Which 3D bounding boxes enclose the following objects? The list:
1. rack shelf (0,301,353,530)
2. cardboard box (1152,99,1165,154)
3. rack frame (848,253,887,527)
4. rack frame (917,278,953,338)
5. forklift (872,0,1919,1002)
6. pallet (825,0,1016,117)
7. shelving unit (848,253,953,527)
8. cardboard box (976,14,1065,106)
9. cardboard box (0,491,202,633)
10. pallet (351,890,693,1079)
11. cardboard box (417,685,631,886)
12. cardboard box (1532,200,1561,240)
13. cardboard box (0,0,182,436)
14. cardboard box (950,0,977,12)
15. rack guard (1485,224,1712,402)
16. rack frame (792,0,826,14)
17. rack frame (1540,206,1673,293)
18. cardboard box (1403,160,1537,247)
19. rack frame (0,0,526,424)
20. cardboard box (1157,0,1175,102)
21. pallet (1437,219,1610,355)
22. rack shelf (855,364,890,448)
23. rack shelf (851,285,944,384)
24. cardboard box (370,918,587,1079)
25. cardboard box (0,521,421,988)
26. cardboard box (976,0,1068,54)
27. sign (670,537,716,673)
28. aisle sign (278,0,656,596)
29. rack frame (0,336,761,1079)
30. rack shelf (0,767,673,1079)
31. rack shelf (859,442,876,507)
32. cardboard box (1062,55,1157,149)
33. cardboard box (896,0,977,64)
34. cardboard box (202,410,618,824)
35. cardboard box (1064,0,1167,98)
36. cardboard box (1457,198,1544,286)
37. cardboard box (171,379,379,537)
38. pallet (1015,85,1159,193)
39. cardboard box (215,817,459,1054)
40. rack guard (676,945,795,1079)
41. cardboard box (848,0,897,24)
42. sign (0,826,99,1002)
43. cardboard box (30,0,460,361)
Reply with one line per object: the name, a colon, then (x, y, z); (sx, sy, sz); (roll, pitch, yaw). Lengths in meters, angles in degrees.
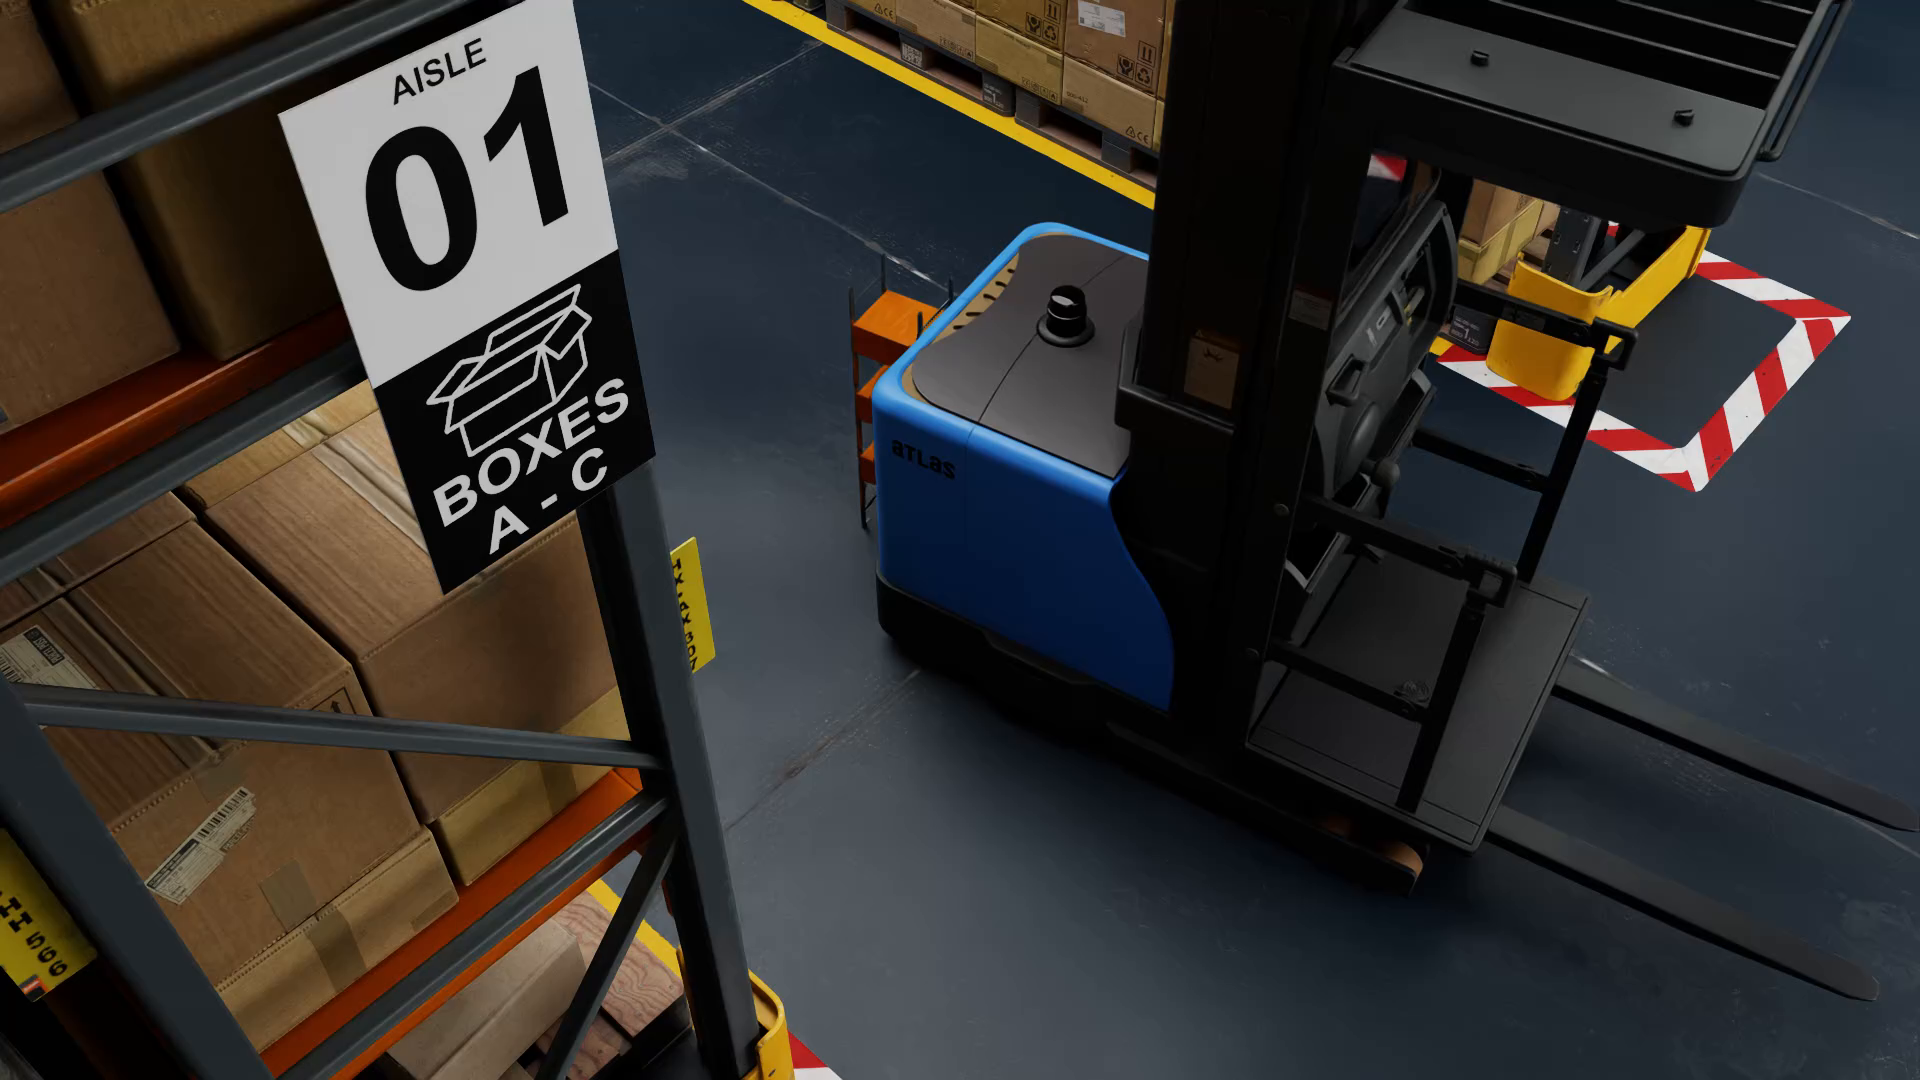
rack shelf: (-2.331, -1.050, 3.115); (4.000, 0.370, 1.077); (34, 55, 28)
cardboard box: (1.157, -1.733, 6.918); (0.500, 0.250, 0.500); (34, 55, 28)
rack frame: (-0.286, -0.466, 5.465); (0.008, 1.050, 0.200); (23, 51, 20)
rack frame: (-0.076, -0.375, 5.382); (0.008, 1.050, 0.200); (23, 51, 20)
forklift: (1.259, -0.434, 4.147); (3.031, 2.935, 1.130); (24, 51, 21)
pallet: (0.112, -2.544, 7.994); (1.213, 0.211, 1.003); (34, 55, 28)
shelving unit: (-0.181, -0.421, 5.424); (0.252, 1.050, 0.215); (23, 51, 20)
cardboard box: (0.419, -2.225, 7.380); (0.500, 0.250, 0.500); (34, 55, 28)
cardboard box: (-1.715, 0.134, 3.142); (0.500, 0.500, 0.500); (35, 56, 28)
pallet: (-1.490, 1.215, 4.464); (1.213, 0.211, 1.003); (34, 55, 28)
cardboard box: (-1.004, 0.352, 3.451); (0.500, 0.250, 0.500); (32, 55, 27)
cardboard box: (2.253, -1.523, 6.721); (0.500, 0.250, 0.500); (34, 55, 28)
cardboard box: (-1.340, -0.419, 1.946); (0.500, 0.500, 0.500); (-34, 56, -28)
cardboard box: (0.058, -2.734, 7.343); (0.500, 0.500, 0.500); (34, 55, 28)
rack guard: (2.513, -1.069, 6.411); (0.348, 0.500, 1.175); (34, 55, 28)
rack frame: (-0.444, -3.914, 7.368); (0.127, 3.000, 1.000); (34, 55, 28)
rack frame: (2.496, -1.937, 5.511); (0.127, 3.000, 1.000); (34, 55, 28)
cardboard box: (1.900, -1.502, 6.186); (0.500, 0.500, 0.500); (34, 55, 28)
rack frame: (-0.861, -1.334, 0.830); (0.127, 3.000, 1.000); (34, 55, 28)
cardboard box: (1.155, -1.988, 6.643); (0.500, 0.500, 0.500); (34, 55, 28)
pallet: (1.905, -1.338, 6.861); (1.213, 0.211, 1.003); (34, 55, 28)
rack shelf: (-0.181, -0.413, 5.431); (0.240, 0.259, 0.215); (23, 51, 20)
rack shelf: (-0.180, -0.607, 5.224); (0.240, 0.259, 0.215); (23, 51, 20)
cardboard box: (-1.309, 1.099, 4.204); (0.500, 0.311, 0.500); (28, 53, 24)
cardboard box: (-1.352, 0.388, 2.903); (0.500, 0.500, 0.500); (33, 55, 27)
cardboard box: (0.420, -2.482, 7.107); (0.500, 0.500, 0.500); (34, 55, 28)
sign: (-0.493, 0.132, 2.975); (0.005, 0.325, 0.100); (34, 55, 28)
aisle sign: (-0.605, -0.296, 2.187); (0.004, 0.787, 0.394); (34, 55, 28)
rack frame: (-0.861, 0.719, 3.017); (0.127, 3.000, 1.000); (34, 55, 28)
rack shelf: (-2.331, -0.024, 4.208); (4.000, 0.370, 1.077); (34, 55, 28)
rack shelf: (-0.183, -0.224, 5.635); (0.240, 0.259, 0.215); (23, 51, 20)
cardboard box: (0.791, -1.981, 7.151); (0.500, 0.250, 0.500); (34, 55, 28)
cardboard box: (0.056, -2.475, 7.615); (0.500, 0.250, 0.500); (34, 55, 28)
cardboard box: (-1.008, 0.110, 3.164); (0.500, 0.500, 0.500); (34, 55, 28)
cardboard box: (0.789, -2.236, 6.876); (0.500, 0.500, 0.500); (34, 55, 28)
cardboard box: (1.901, -1.246, 6.460); (0.500, 0.250, 0.500); (34, 55, 28)
cardboard box: (-1.365, -0.140, 3.399); (0.500, 0.500, 0.500); (34, 55, 28)
pallet: (1.013, -1.941, 7.428); (1.213, 0.211, 1.003); (34, 55, 28)
cardboard box: (-1.336, 0.636, 3.184); (0.500, 0.250, 0.500); (35, 56, 28)
rack guard: (-0.917, 1.537, 3.964); (0.348, 0.500, 1.175); (34, 55, 28)
cardboard box: (-0.308, -2.725, 7.849); (0.500, 0.250, 0.500); (34, 55, 28)
sign: (-1.252, 0.502, 2.210); (0.005, 0.325, 0.100); (34, 55, 28)
cardboard box: (-0.937, -0.648, 2.161); (0.500, 0.500, 0.500); (35, 56, 29)
